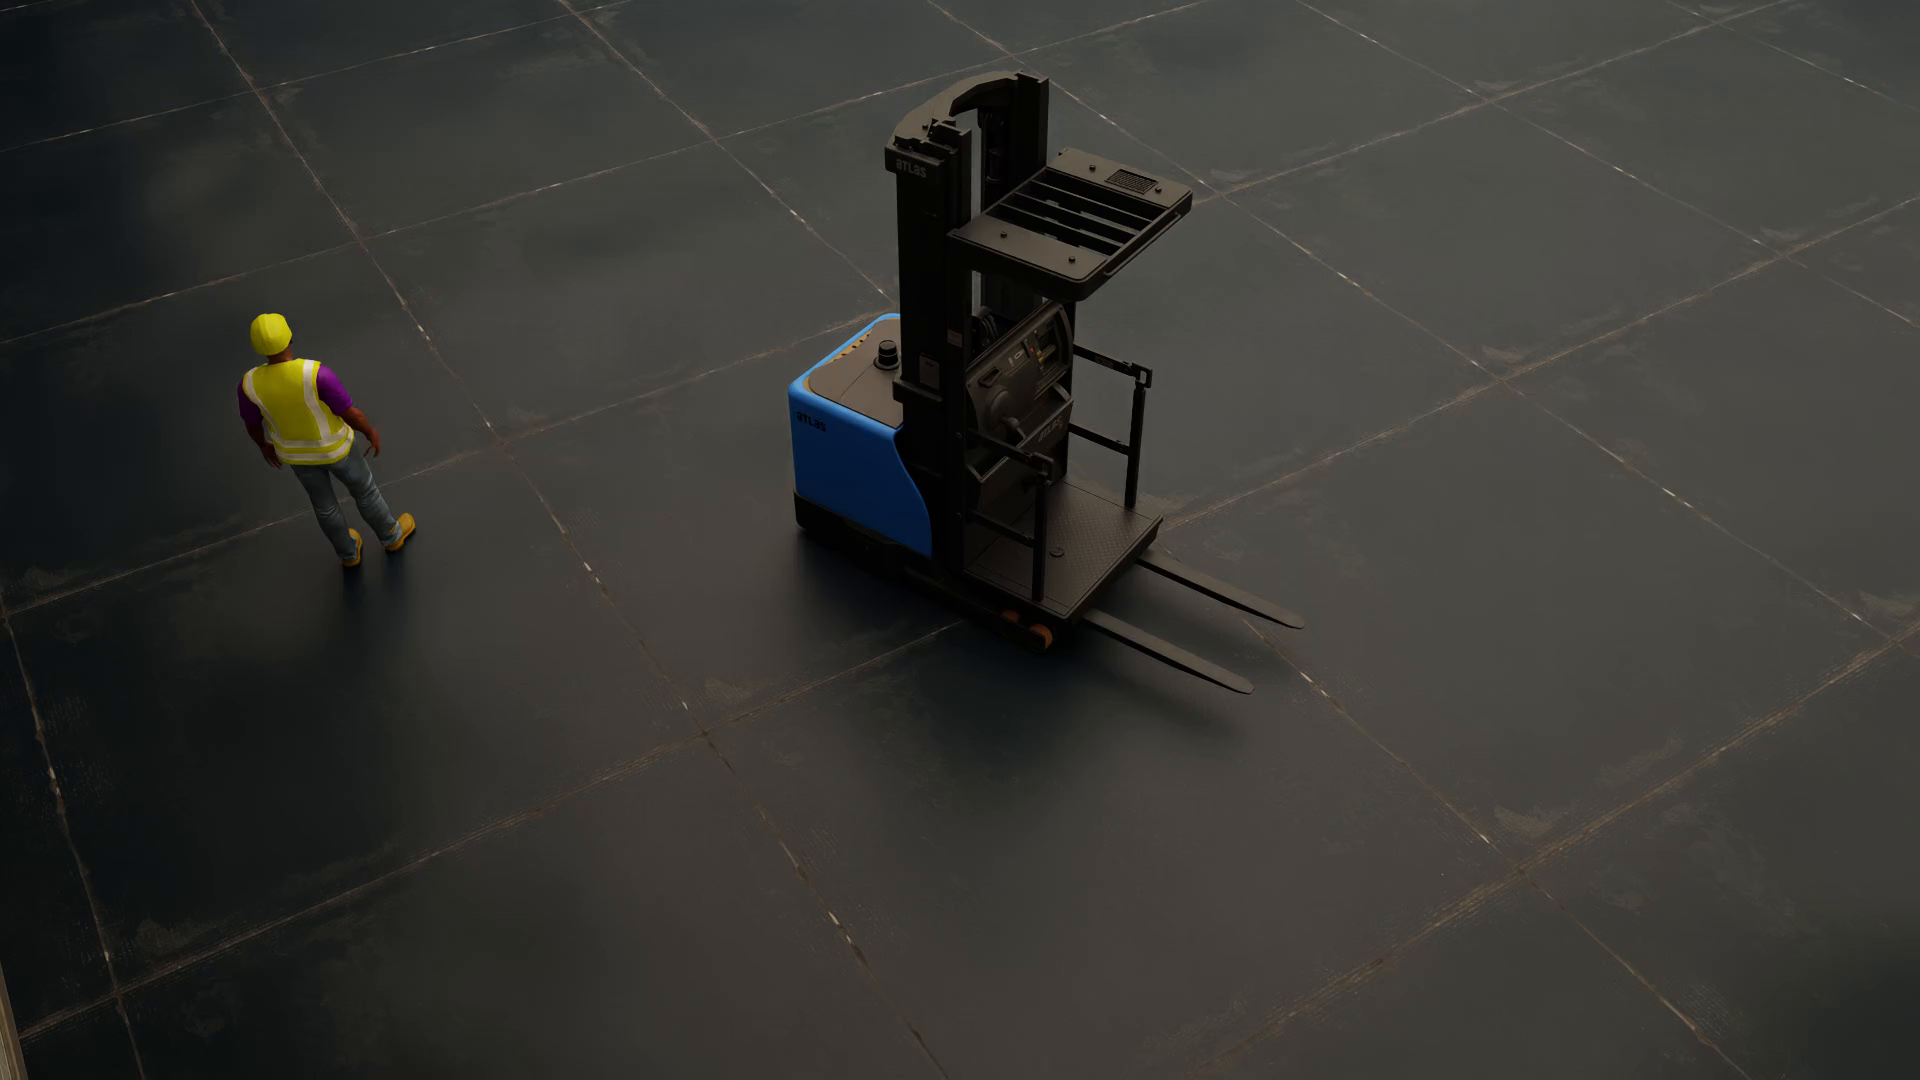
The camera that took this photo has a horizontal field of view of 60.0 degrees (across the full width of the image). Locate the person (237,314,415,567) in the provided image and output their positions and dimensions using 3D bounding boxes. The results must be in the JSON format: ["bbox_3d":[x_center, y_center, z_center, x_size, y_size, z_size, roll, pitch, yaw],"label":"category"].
[{"bbox_3d":[-3.626,-0.588,9.417,0.665,1.765,0.578,-3,41,-4],"label":"person"}]

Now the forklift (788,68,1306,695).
[{"bbox_3d":[0.496,-0.872,8.869,3.031,2.935,1.130,25,47,26],"label":"forklift"}]
